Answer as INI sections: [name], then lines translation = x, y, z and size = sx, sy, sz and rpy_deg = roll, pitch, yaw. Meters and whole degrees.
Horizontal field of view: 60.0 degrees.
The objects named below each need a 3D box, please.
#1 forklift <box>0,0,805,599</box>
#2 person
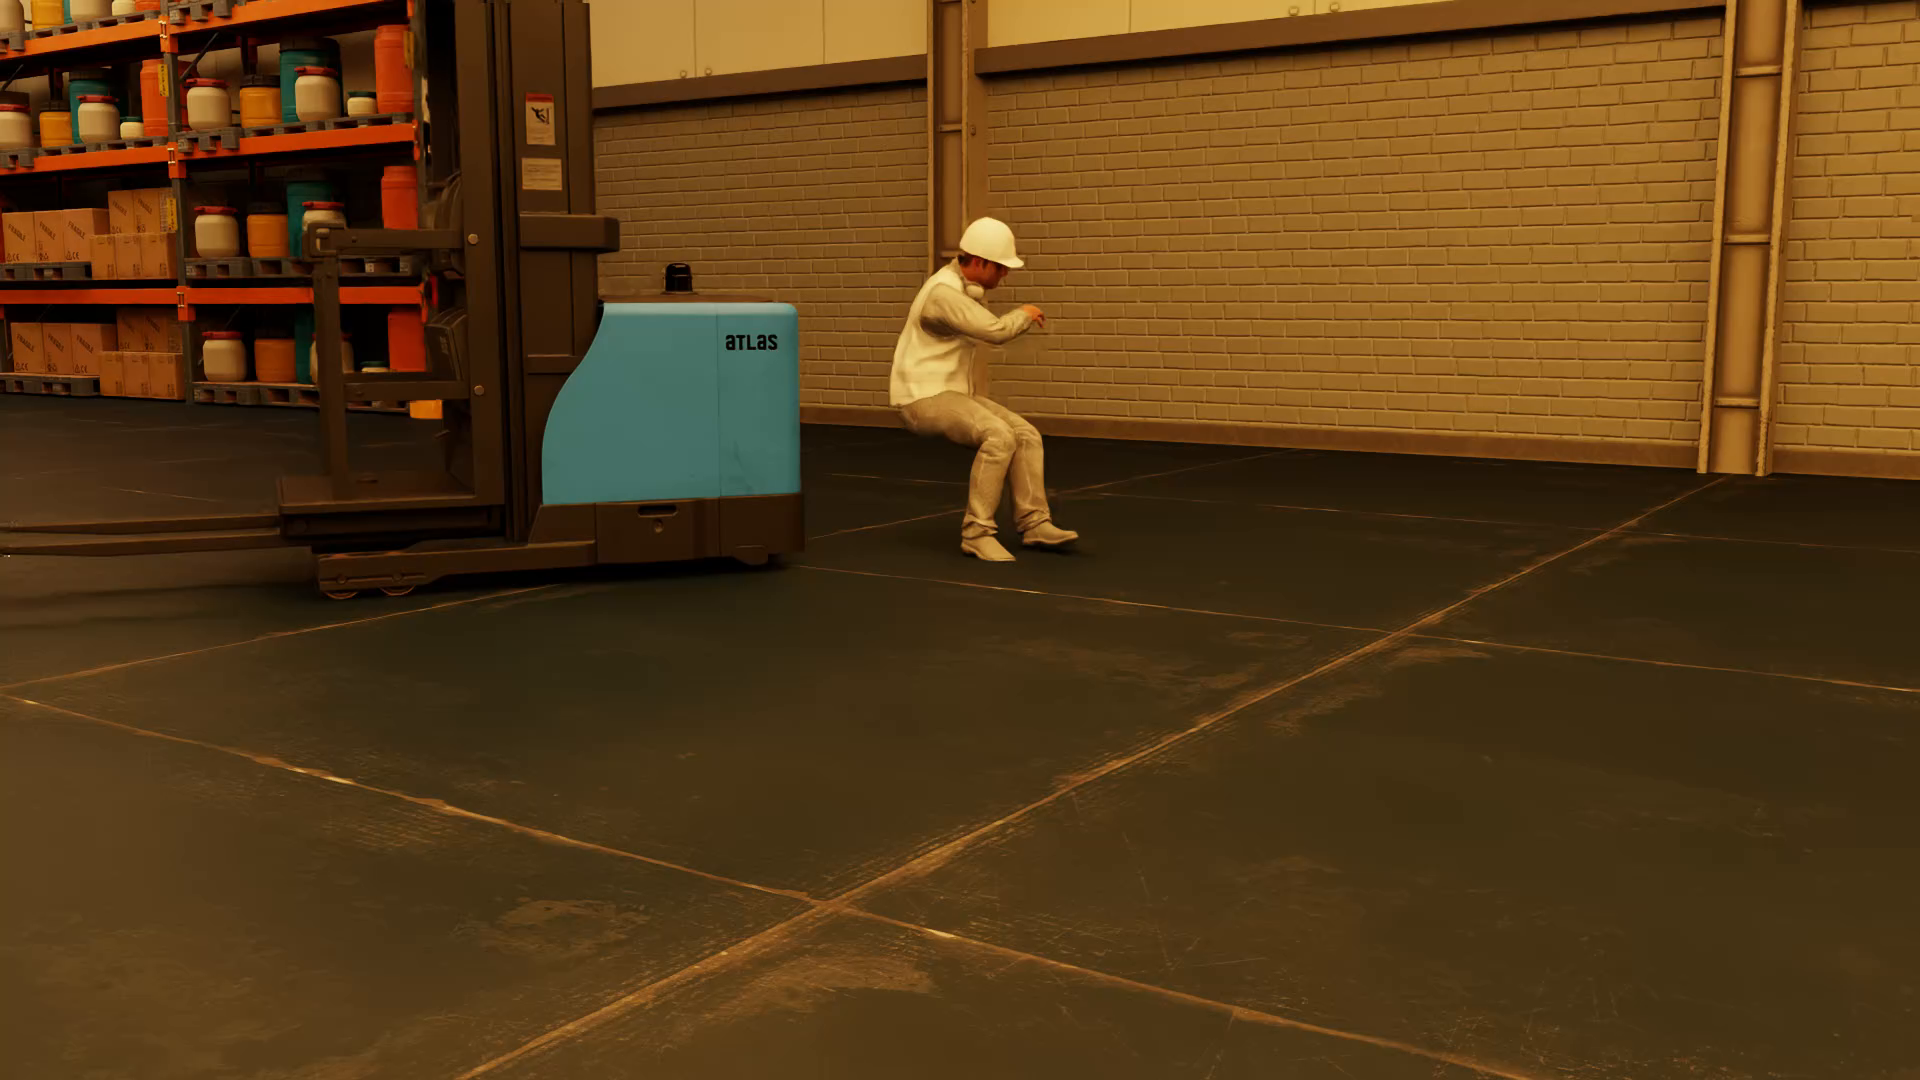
[forklift]
translation = -2.202, -1.318, 6.460
size = 3.031, 2.935, 1.130
rpy_deg = -3, 9, -22
[person]
translation = 0.135, -0.691, 7.491
size = 0.935, 1.478, 1.178
rpy_deg = 2, 8, 15
